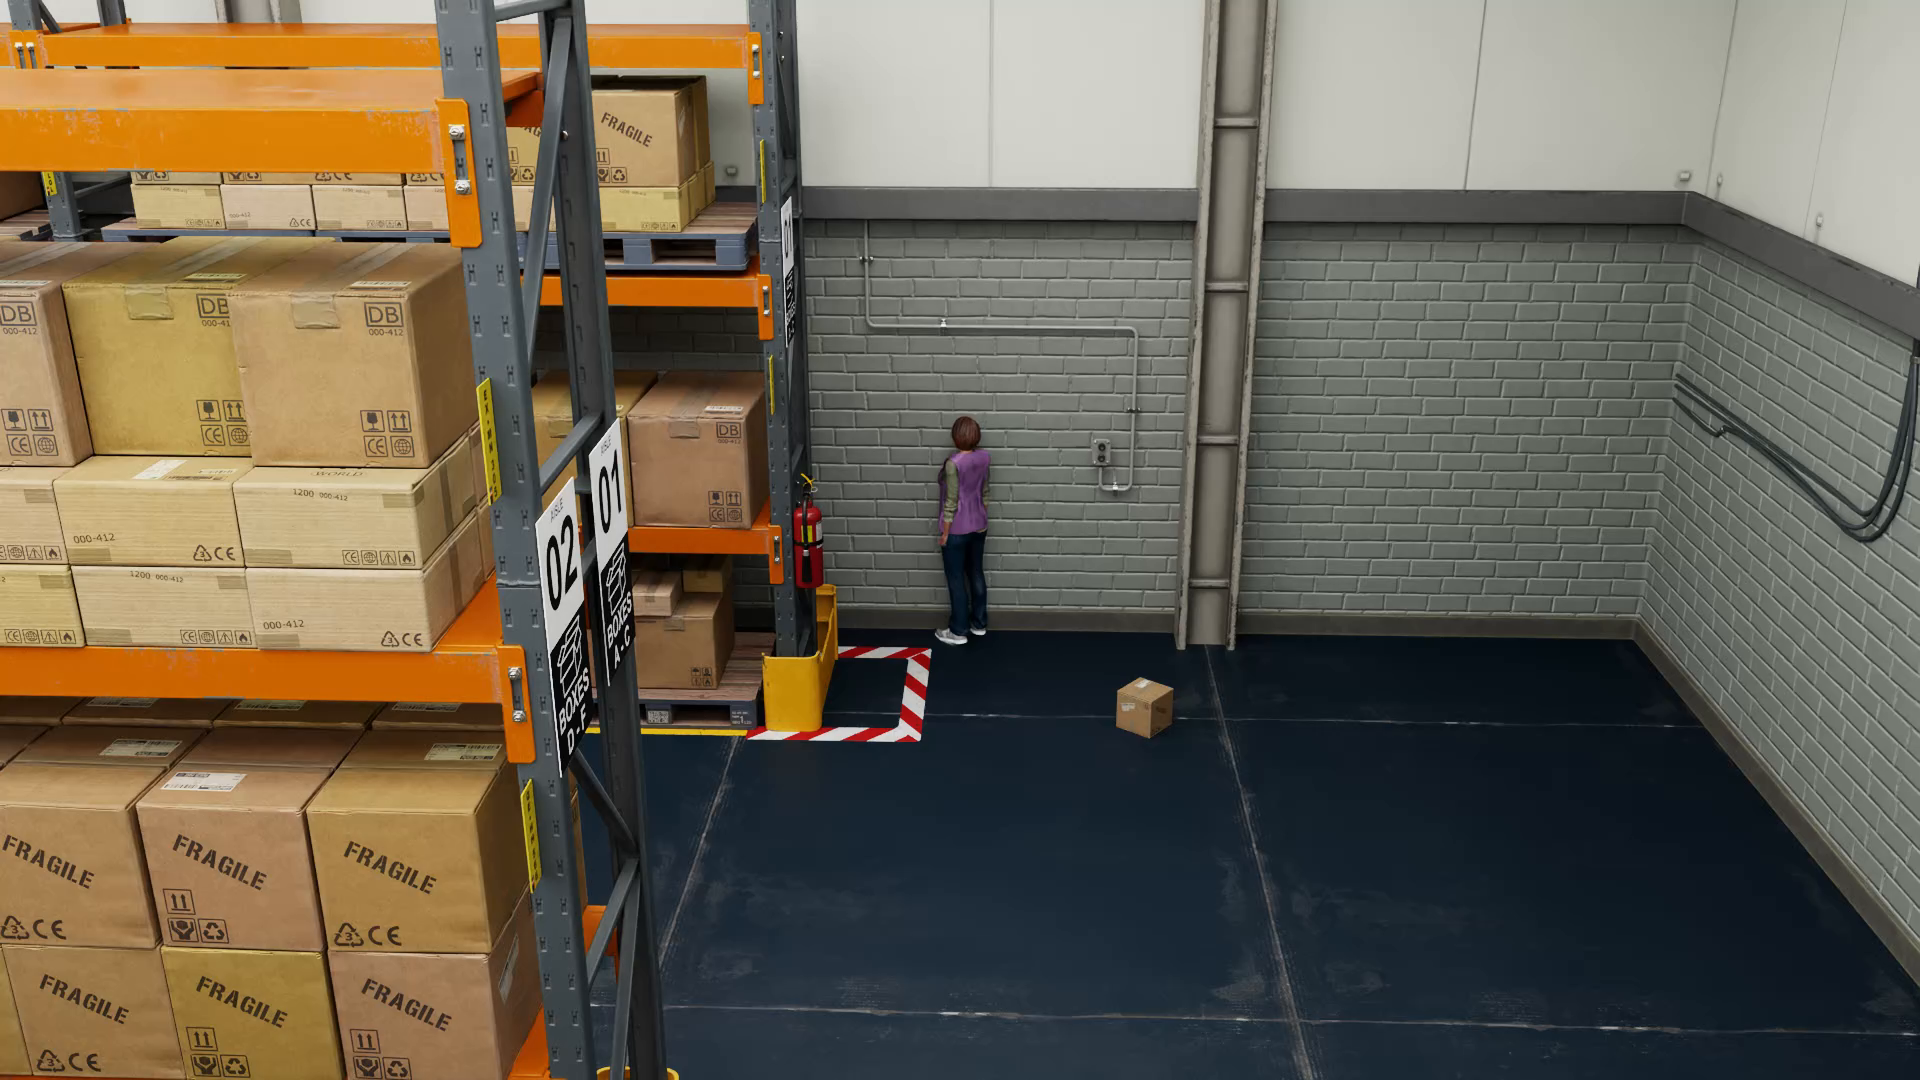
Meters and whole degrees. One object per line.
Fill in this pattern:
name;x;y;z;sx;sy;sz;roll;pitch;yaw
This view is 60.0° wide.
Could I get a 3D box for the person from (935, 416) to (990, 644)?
person;0.018;-0.075;11.280;0.410;1.604;0.319;-17;27;-38
